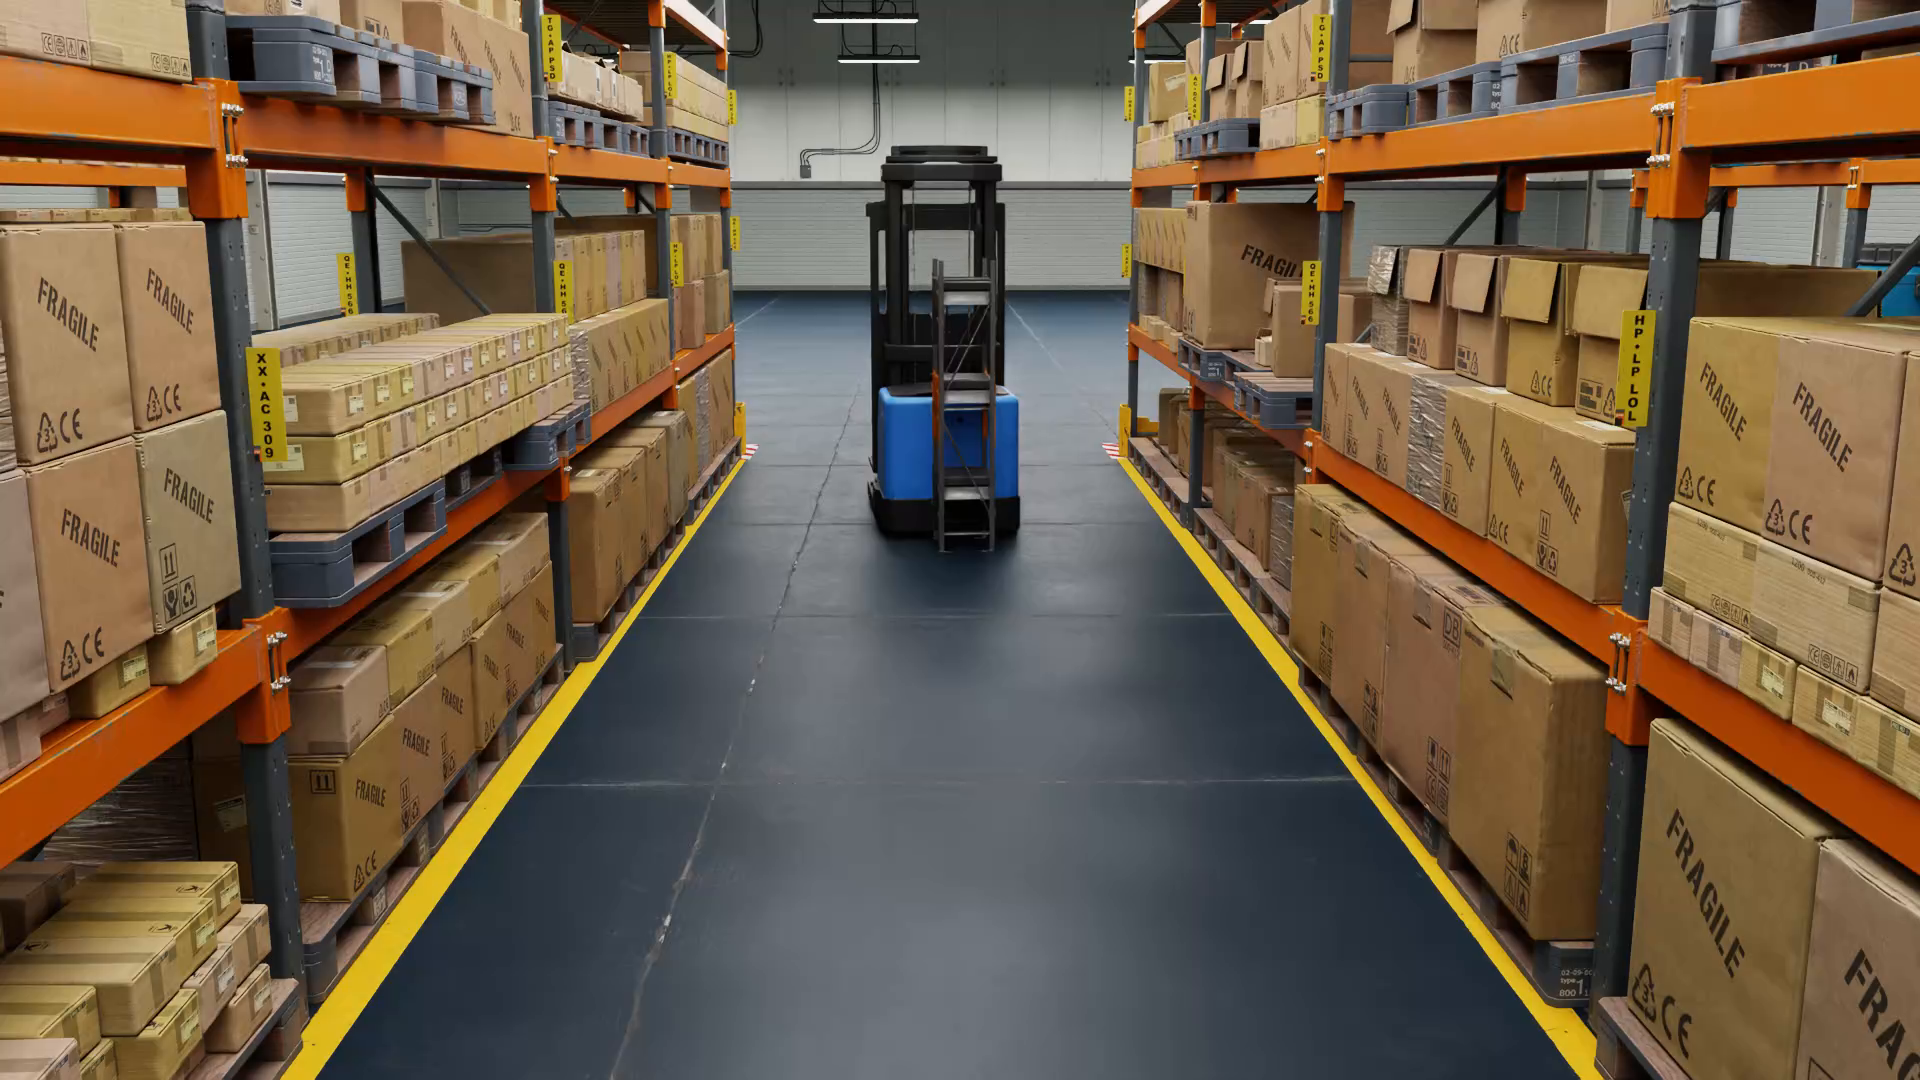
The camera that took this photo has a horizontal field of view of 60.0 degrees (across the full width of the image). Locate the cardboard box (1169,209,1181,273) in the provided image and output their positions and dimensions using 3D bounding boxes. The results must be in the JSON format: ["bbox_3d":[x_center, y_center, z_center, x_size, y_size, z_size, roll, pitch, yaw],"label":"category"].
[{"bbox_3d":[1.981,-2.420,13.427,0.500,0.500,0.500,0,11,-1],"label":"cardboard box"}]

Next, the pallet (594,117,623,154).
[{"bbox_3d":[-2.694,-2.479,10.166,1.003,0.211,1.213,0,11,1],"label":"pallet"}]

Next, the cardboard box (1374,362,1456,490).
[{"bbox_3d":[2.125,-0.499,7.222,0.500,0.500,0.500,0,11,-2],"label":"cardboard box"}]

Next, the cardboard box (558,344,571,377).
[{"bbox_3d":[-2.136,-0.884,8.198,0.380,0.149,0.250,0,11,0],"label":"cardboard box"}]

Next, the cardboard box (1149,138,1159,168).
[{"bbox_3d":[1.969,-3.441,14.808,0.500,0.250,0.500,0,11,-1],"label":"cardboard box"}]

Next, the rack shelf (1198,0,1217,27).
[{"bbox_3d":[2.319,-3.541,10.195,1.077,0.370,4.000,0,11,-1],"label":"rack shelf"}]

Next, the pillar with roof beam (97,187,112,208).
[{"bbox_3d":[-9.506,-7.481,26.803,9.100,9.000,0.400,0,11,-1],"label":"pillar with roof beam"}]

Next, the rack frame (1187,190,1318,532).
[{"bbox_3d":[2.277,-1.547,12.640,1.000,3.000,0.127,0,11,-1],"label":"rack frame"}]

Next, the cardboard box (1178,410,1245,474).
[{"bbox_3d":[2.198,-0.844,14.408,0.500,0.500,0.500,-1,12,-6],"label":"cardboard box"}]

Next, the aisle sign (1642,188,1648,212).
[{"bbox_3d":[6.852,-3.650,16.466,0.394,0.787,0.004,0,11,-1],"label":"aisle sign"}]

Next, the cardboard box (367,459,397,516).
[{"bbox_3d":[-2.078,-0.174,5.450,0.380,0.149,0.250,0,11,0],"label":"cardboard box"}]

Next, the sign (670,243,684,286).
[{"bbox_3d":[-2.141,-2.080,12.552,0.100,0.325,0.005,0,11,-1],"label":"sign"}]

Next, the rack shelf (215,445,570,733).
[{"bbox_3d":[-2.560,-0.001,6.831,1.077,0.370,4.000,0,11,-1],"label":"rack shelf"}]

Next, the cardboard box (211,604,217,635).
[{"bbox_3d":[-2.279,0.222,4.550,0.380,0.149,0.250,0,11,-2],"label":"cardboard box"}]

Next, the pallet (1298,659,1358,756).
[{"bbox_3d":[2.301,0.772,8.224,1.003,0.211,1.213,0,11,-1],"label":"pallet"}]

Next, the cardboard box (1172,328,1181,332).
[{"bbox_3d":[2.003,-1.714,14.096,0.380,0.149,0.250,0,11,-1],"label":"cardboard box"}]

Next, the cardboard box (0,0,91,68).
[{"bbox_3d":[-2.240,-1.157,3.552,0.500,0.250,0.500,0,11,-1],"label":"cardboard box"}]

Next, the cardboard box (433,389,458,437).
[{"bbox_3d":[-2.094,-0.473,6.175,0.380,0.149,0.250,0,11,1],"label":"cardboard box"}]

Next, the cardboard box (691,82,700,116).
[{"bbox_3d":[-2.437,-3.643,13.748,0.500,0.250,0.500,0,11,-2],"label":"cardboard box"}]

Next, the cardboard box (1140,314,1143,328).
[{"bbox_3d":[1.948,-2.112,16.055,0.380,0.149,0.250,0,11,-1],"label":"cardboard box"}]

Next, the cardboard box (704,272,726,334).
[{"bbox_3d":[-2.680,-2.233,15.642,0.875,0.550,0.550,0,11,-1],"label":"cardboard box"}]

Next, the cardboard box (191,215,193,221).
[{"bbox_3d":[-7.485,-2.886,15.724,0.700,0.500,0.500,-1,11,-3],"label":"cardboard box"}]

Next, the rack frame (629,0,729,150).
[{"bbox_3d":[-2.766,-5.282,15.962,1.000,3.000,0.127,0,11,-1],"label":"rack frame"}]

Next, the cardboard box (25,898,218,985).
[{"bbox_3d":[-2.206,1.064,4.390,0.380,0.149,0.250,0,11,0],"label":"cardboard box"}]

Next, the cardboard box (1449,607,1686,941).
[{"bbox_3d":[2.409,0.752,5.598,1.225,0.875,0.875,0,11,-1],"label":"cardboard box"}]

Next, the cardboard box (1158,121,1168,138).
[{"bbox_3d":[1.962,-3.620,14.687,0.380,0.149,0.250,-1,11,-4],"label":"cardboard box"}]

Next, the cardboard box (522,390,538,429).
[{"bbox_3d":[-2.121,-0.588,7.489,0.380,0.149,0.250,0,11,-2],"label":"cardboard box"}]

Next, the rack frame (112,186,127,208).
[{"bbox_3d":[-7.713,-2.301,16.359,1.000,3.000,0.127,0,11,-1],"label":"rack frame"}]

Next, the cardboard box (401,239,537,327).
[{"bbox_3d":[-2.600,-1.380,9.050,0.700,0.500,0.500,0,11,-1],"label":"cardboard box"}]

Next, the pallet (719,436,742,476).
[{"bbox_3d":[-2.672,-0.817,16.053,1.003,0.211,1.213,0,11,-1],"label":"pallet"}]

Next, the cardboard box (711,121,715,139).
[{"bbox_3d":[-2.400,-3.677,14.917,0.380,0.149,0.250,0,11,-2],"label":"cardboard box"}]

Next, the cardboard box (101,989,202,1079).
[{"bbox_3d":[-2.153,1.257,4.183,0.380,0.149,0.250,-1,11,-3],"label":"cardboard box"}]

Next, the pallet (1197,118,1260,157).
[{"bbox_3d":[2.208,-2.596,10.737,1.213,0.211,1.003,0,11,-1],"label":"pallet"}]

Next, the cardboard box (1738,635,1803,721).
[{"bbox_3d":[2.128,0.331,4.015,0.380,0.149,0.250,0,11,1],"label":"cardboard box"}]

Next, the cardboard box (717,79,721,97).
[{"bbox_3d":[-2.411,-4.168,15.335,0.380,0.149,0.250,0,11,0],"label":"cardboard box"}]

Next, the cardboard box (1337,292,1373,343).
[{"bbox_3d":[2.309,-1.114,9.198,0.500,0.500,0.500,-2,12,-8],"label":"cardboard box"}]

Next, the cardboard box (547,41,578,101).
[{"bbox_3d":[-2.396,-2.578,9.092,0.500,0.311,0.500,0,11,-1],"label":"cardboard box"}]

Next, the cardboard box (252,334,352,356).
[{"bbox_3d":[-2.757,-0.772,6.899,0.380,0.149,0.250,0,11,1],"label":"cardboard box"}]

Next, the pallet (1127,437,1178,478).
[{"bbox_3d":[2.178,-0.799,15.966,1.003,0.211,1.213,0,11,-1],"label":"pallet"}]

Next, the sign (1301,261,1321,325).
[{"bbox_3d":[1.818,-1.276,8.593,0.100,0.325,0.005,0,11,-1],"label":"sign"}]

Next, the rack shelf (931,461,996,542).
[{"bbox_3d":[0.024,-0.285,12.270,0.431,0.518,0.480,-1,12,-6],"label":"rack shelf"}]

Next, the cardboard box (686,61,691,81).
[{"bbox_3d":[-2.368,-3.765,13.345,0.380,0.149,0.250,0,11,-2],"label":"cardboard box"}]

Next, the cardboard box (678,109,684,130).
[{"bbox_3d":[-2.359,-3.274,12.931,0.380,0.149,0.250,0,11,-1],"label":"cardboard box"}]

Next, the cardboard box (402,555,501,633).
[{"bbox_3d":[-2.309,0.236,7.194,0.500,0.250,0.500,0,11,0],"label":"cardboard box"}]

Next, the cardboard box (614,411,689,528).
[{"bbox_3d":[-2.581,-0.527,12.214,1.050,0.750,0.750,0,11,-1],"label":"cardboard box"}]

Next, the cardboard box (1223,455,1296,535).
[{"bbox_3d":[2.259,-0.321,11.775,0.700,0.500,0.500,0,11,-2],"label":"cardboard box"}]

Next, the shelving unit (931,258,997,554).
[{"bbox_3d":[0.024,-0.984,12.128,0.431,2.100,0.503,-1,12,-6],"label":"shelving unit"}]

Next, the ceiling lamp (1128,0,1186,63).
[{"bbox_3d":[5.093,-13.213,40.375,2.000,3.185,0.800,0,11,-1],"label":"ceiling lamp"}]

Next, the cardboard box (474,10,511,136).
[{"bbox_3d":[-2.312,-2.059,7.367,0.500,0.500,0.500,0,11,-1],"label":"cardboard box"}]

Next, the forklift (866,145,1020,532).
[{"bbox_3d":[-0.206,-1.741,13.771,1.130,2.935,3.031,-1,12,-6],"label":"forklift"}]

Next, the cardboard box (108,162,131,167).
[{"bbox_3d":[-7.350,-3.273,14.238,0.380,0.149,0.250,0,11,-2],"label":"cardboard box"}]

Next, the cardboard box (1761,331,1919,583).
[{"bbox_3d":[2.199,-0.202,3.755,0.500,0.500,0.500,0,11,-1],"label":"cardboard box"}]

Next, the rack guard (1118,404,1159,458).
[{"bbox_3d":[2.196,-1.102,16.734,1.175,0.500,0.348,0,11,-1],"label":"rack guard"}]

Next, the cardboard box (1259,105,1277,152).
[{"bbox_3d":[2.073,-2.440,9.876,0.500,0.250,0.500,0,11,0],"label":"cardboard box"}]

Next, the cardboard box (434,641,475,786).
[{"bbox_3d":[-2.305,0.706,6.768,0.500,0.500,0.500,0,11,0],"label":"cardboard box"}]

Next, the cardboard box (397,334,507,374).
[{"bbox_3d":[-2.108,-0.773,6.906,0.380,0.149,0.250,0,11,2],"label":"cardboard box"}]
